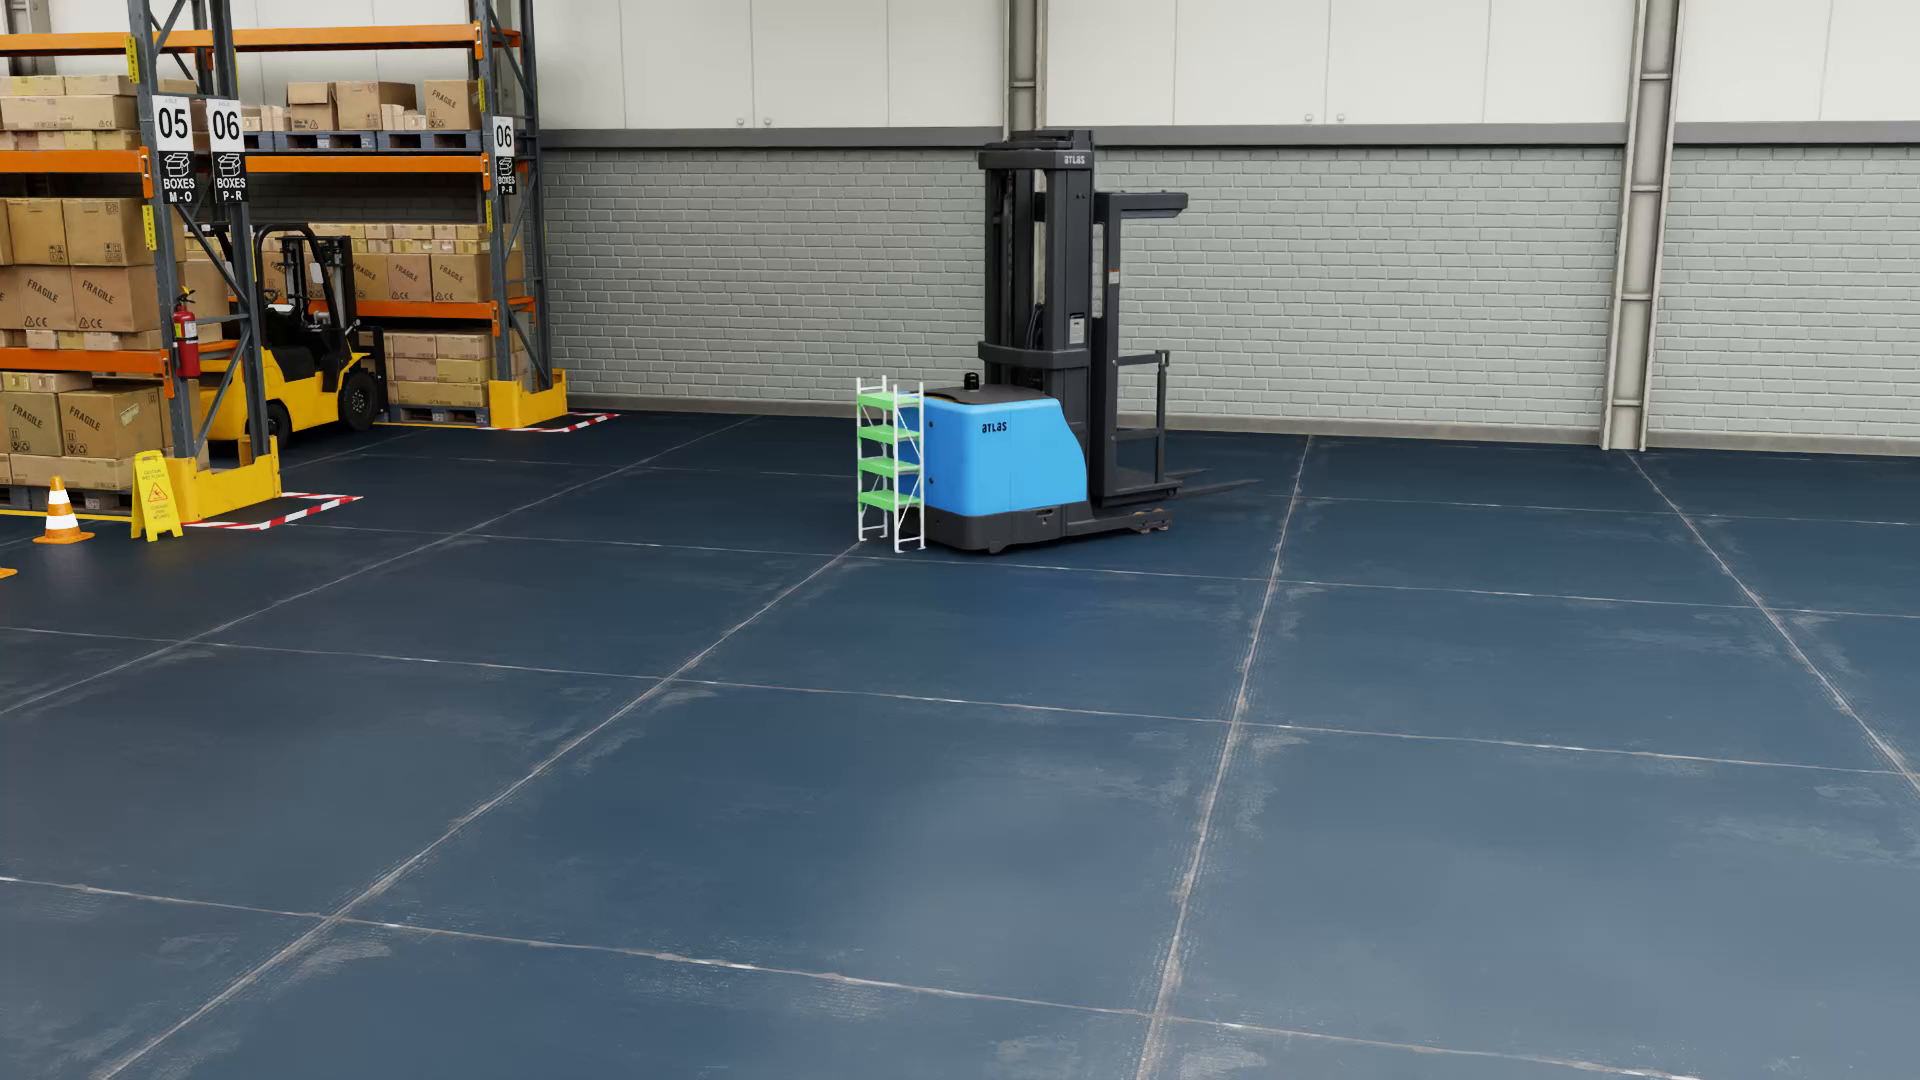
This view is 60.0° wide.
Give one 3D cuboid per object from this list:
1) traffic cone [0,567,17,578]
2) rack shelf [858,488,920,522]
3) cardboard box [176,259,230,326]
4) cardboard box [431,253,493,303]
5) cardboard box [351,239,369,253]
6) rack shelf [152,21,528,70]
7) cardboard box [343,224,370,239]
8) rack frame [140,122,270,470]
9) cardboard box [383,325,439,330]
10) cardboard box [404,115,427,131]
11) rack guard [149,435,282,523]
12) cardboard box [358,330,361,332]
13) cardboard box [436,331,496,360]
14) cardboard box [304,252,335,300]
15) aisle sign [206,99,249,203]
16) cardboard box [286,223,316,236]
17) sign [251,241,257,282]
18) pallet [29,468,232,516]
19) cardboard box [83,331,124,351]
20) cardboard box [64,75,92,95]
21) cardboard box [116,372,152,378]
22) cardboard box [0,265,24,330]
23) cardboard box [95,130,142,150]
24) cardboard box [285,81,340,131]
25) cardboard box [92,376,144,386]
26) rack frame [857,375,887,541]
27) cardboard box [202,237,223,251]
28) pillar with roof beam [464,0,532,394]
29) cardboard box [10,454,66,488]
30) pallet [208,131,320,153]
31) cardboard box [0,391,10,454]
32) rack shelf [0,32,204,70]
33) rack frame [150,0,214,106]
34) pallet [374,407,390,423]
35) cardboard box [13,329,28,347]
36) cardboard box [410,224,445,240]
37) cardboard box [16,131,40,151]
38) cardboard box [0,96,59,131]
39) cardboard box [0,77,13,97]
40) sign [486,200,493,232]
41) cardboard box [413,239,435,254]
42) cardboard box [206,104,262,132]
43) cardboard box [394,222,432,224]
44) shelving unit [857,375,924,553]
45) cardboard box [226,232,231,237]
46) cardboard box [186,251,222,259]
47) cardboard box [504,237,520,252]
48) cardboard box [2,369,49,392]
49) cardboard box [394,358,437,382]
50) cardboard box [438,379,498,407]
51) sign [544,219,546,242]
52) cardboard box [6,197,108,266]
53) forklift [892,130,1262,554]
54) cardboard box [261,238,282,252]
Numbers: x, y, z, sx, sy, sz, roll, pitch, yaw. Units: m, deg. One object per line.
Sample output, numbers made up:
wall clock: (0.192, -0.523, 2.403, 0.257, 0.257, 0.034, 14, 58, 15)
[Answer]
traffic cone: (-6.548, 0.016, 11.092, 0.334, 0.463, 0.336, 3, 13, 14)
rack shelf: (-0.501, -0.255, 12.016, 0.258, 0.148, 0.480, -9, 15, -34)
cardboard box: (-6.279, -1.999, 13.402, 0.500, 0.500, 0.500, 3, 13, 13)
cardboard box: (-5.241, -2.785, 17.632, 0.500, 0.500, 0.500, 3, 13, 12)
cardboard box: (-6.355, -3.152, 17.788, 0.250, 0.149, 0.380, 3, 13, 14)
rack shelf: (-6.642, -5.252, 17.716, 4.000, 0.370, 1.077, 3, 13, 14)
cardboard box: (-6.362, -3.296, 17.751, 0.250, 0.149, 0.380, 3, 13, 15)
rack frame: (-5.886, -1.722, 13.071, 0.127, 3.000, 1.000, 3, 13, 14)
cardboard box: (-6.090, -2.235, 18.453, 0.500, 0.250, 0.500, 3, 13, 13)
cardboard box: (-5.577, -4.341, 17.329, 0.250, 0.149, 0.380, 3, 13, 12)
rack guard: (-5.960, -0.506, 13.360, 0.348, 0.500, 1.175, 3, 13, 14)
cardboard box: (-6.702, -2.153, 18.081, 0.500, 0.250, 0.500, 3, 13, 12)
cardboard box: (-5.222, -2.075, 17.733, 0.500, 0.250, 0.500, 4, 13, 15)
cardboard box: (-6.731, -2.865, 17.989, 0.500, 0.500, 0.500, 3, 13, 14)
aisle sign: (-5.751, -3.053, 13.069, 0.004, 0.787, 0.394, 3, 13, 14)
cardboard box: (-7.076, -3.355, 18.017, 0.250, 0.149, 0.380, 3, 13, 13)
sign: (-5.756, -2.259, 13.492, 0.005, 0.325, 0.100, 3, 13, 14)
pallet: (-6.740, -0.414, 13.614, 1.213, 0.211, 1.003, 3, 13, 14)
cardboard box: (-6.573, -1.564, 12.937, 0.250, 0.149, 0.380, 3, 13, 13)
cardboard box: (-6.526, -3.430, 12.583, 0.250, 0.149, 0.380, 3, 13, 15)
cardboard box: (-9.093, -2.044, 19.035, 0.625, 0.625, 0.875, 4, 13, 16)
cardboard box: (-7.449, -1.940, 13.136, 0.500, 0.500, 0.500, 3, 13, 13)
cardboard box: (-6.299, -3.024, 12.592, 0.250, 0.149, 0.380, 3, 13, 14)
cardboard box: (-6.718, -4.619, 17.764, 0.637, 0.503, 0.797, 3, 13, 15)
cardboard box: (-7.135, -1.078, 13.816, 0.500, 0.500, 0.500, 3, 13, 11)
rack frame: (-0.641, -0.595, 12.146, 0.240, 1.200, 0.015, -9, 15, -34)
cardboard box: (-8.085, -3.254, 18.248, 0.250, 0.149, 0.380, 3, 13, 15)
pillar with roof beam: (-6.192, -5.015, 14.064, 0.400, 9.000, 9.100, 3, 13, 14)
cardboard box: (-7.236, -0.599, 13.386, 0.500, 0.250, 0.500, 3, 13, 14)
pallet: (-7.749, -4.356, 18.222, 1.213, 0.211, 1.003, 3, 13, 14)
cardboard box: (-7.722, -0.992, 13.426, 0.500, 0.500, 0.500, 3, 13, 12)
rack shelf: (-10.525, -5.460, 18.652, 4.000, 0.370, 1.077, 3, 13, 14)
rack frame: (-8.584, -5.903, 18.063, 0.127, 3.000, 1.000, 3, 13, 14)
pallet: (-6.634, -1.500, 18.505, 1.213, 0.211, 1.003, 3, 13, 14)
cardboard box: (-7.289, -1.632, 13.242, 0.250, 0.149, 0.380, 3, 13, 14)
cardboard box: (-5.606, -3.265, 17.611, 0.250, 0.149, 0.380, 3, 13, 15)
cardboard box: (-7.029, -3.078, 12.836, 0.250, 0.149, 0.380, 3, 13, 14)
cardboard box: (-6.932, -3.258, 12.726, 0.500, 0.250, 0.500, 3, 13, 13)
cardboard box: (-7.248, -3.478, 12.798, 0.250, 0.149, 0.380, 3, 13, 14)
sign: (-4.844, -3.334, 17.115, 0.005, 0.325, 0.100, 3, 13, 14)
cardboard box: (-5.596, -3.124, 17.662, 0.250, 0.149, 0.380, 3, 13, 15)
cardboard box: (-7.834, -4.554, 17.915, 0.500, 0.311, 0.500, 3, 13, 15)
cardboard box: (-5.979, -3.395, 18.196, 0.250, 0.149, 0.380, 3, 13, 15)
shelving unit: (-0.501, -0.552, 11.951, 0.258, 1.200, 0.503, -9, 15, -34)
cardboard box: (-7.820, -3.400, 18.217, 0.250, 0.149, 0.380, 3, 13, 12)
cardboard box: (-8.215, -2.945, 18.350, 0.500, 0.500, 0.500, 3, 13, 12)
cardboard box: (-4.967, -3.204, 18.021, 0.250, 0.149, 0.380, 3, 13, 12)
cardboard box: (-7.342, -1.273, 13.196, 0.250, 0.149, 0.380, 3, 13, 14)
cardboard box: (-5.732, -1.861, 17.920, 0.500, 0.250, 0.500, 3, 13, 13)
cardboard box: (-5.232, -1.587, 17.839, 0.500, 0.250, 0.500, 3, 13, 14)
sign: (-4.561, -3.344, 18.199, 0.005, 0.325, 0.100, 3, 13, 14)
cardboard box: (-6.924, -2.413, 12.958, 0.500, 0.500, 0.700, 3, 13, 14)
forklift: (0.997, -1.562, 12.506, 3.031, 2.935, 1.130, -9, 15, -34)
cardboard box: (-7.350, -3.204, 18.023, 0.250, 0.149, 0.380, 3, 13, 13)
